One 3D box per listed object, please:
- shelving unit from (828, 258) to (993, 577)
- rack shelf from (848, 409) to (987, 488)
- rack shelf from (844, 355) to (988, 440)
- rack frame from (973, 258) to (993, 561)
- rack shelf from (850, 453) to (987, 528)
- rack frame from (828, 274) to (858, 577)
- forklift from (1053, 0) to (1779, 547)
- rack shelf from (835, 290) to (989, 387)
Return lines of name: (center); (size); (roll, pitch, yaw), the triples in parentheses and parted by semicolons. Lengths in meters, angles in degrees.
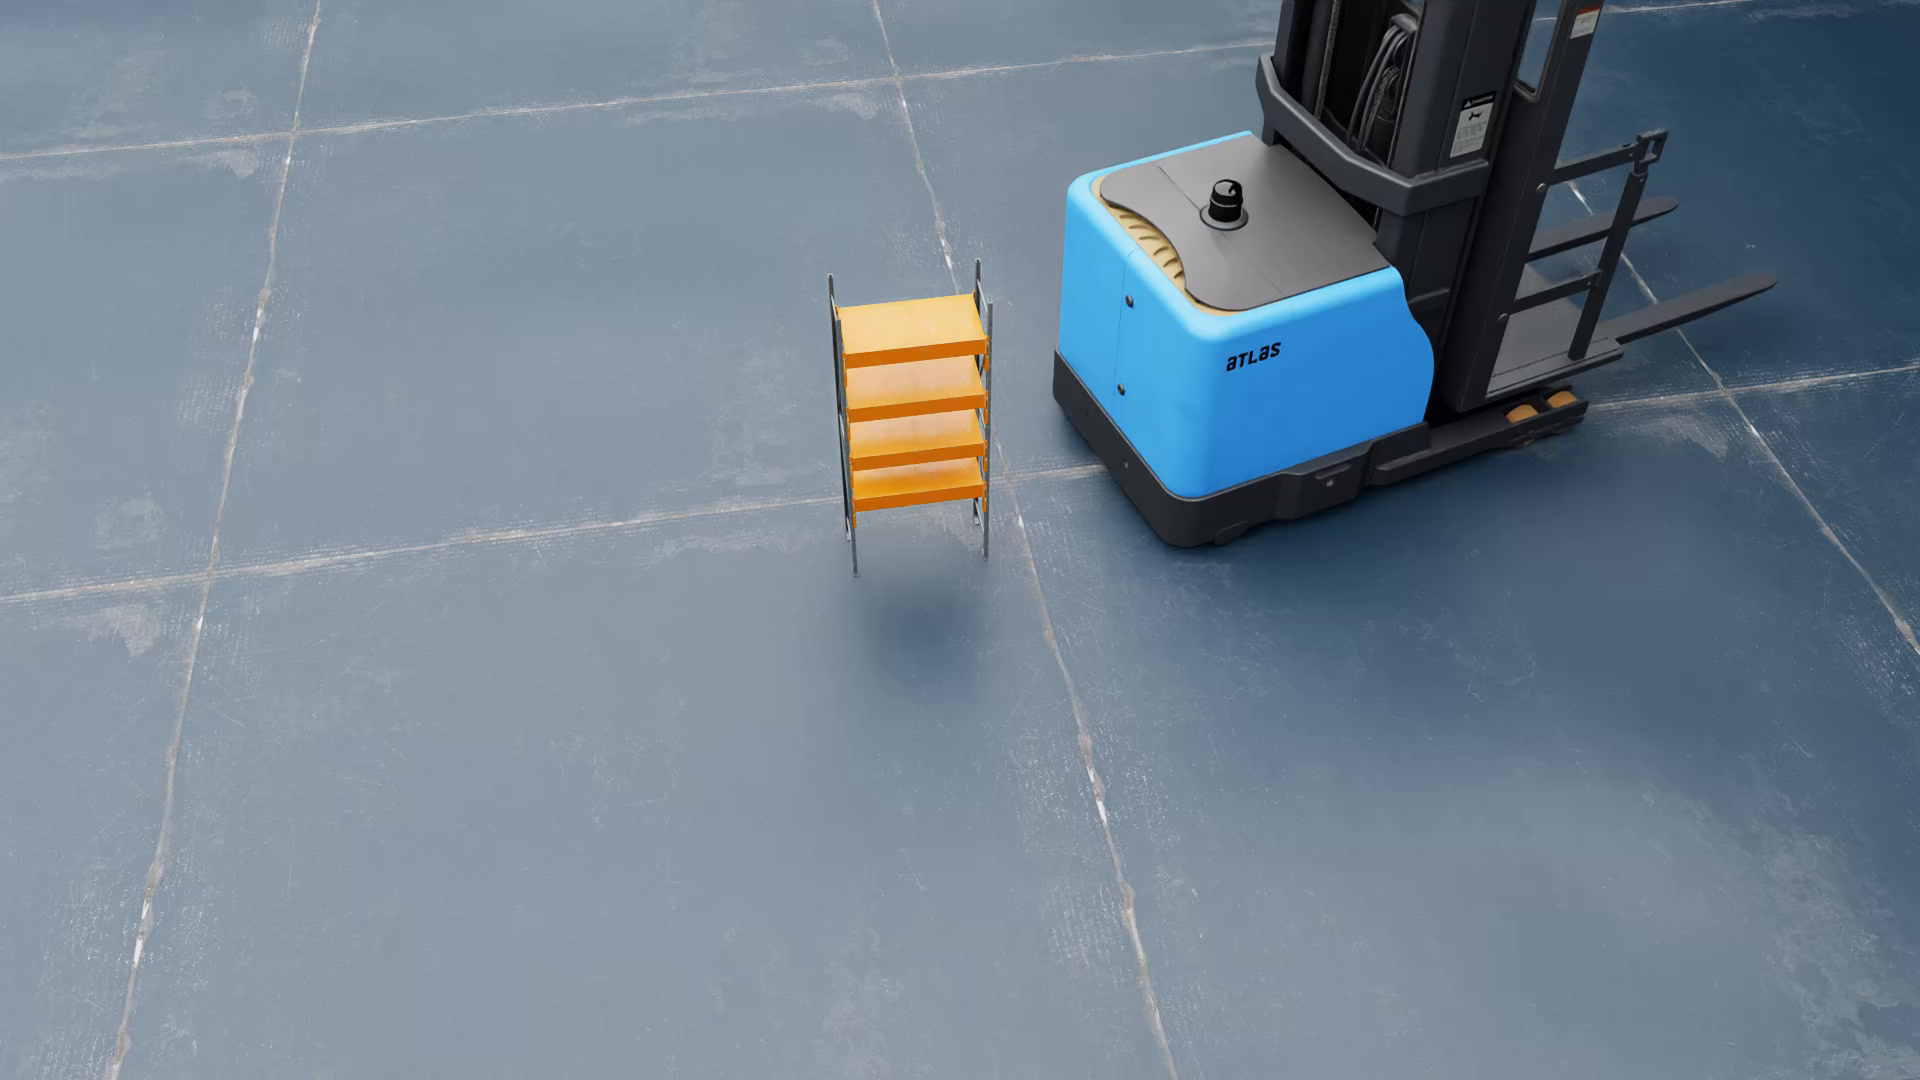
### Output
shelving unit: (-0.163, -0.396, 5.798); (0.503, 1.200, 0.258); (-7, 46, -7)
rack shelf: (-0.163, -0.349, 5.847); (0.480, 0.148, 0.258); (-7, 46, -7)
rack shelf: (-0.163, -0.505, 5.686); (0.480, 0.148, 0.258); (-7, 46, -7)
rack frame: (0.077, -0.426, 5.827); (0.015, 1.200, 0.240); (-7, 46, -7)
rack shelf: (-0.163, -0.212, 5.990); (0.480, 0.148, 0.258); (-7, 46, -7)
rack frame: (-0.404, -0.366, 5.769); (0.015, 1.200, 0.240); (-7, 46, -7)
forklift: (1.934, -1.716, 5.868); (3.031, 2.935, 1.130); (-18, 49, -17)
rack shelf: (-0.163, -0.669, 5.515); (0.480, 0.148, 0.258); (-7, 46, -7)
